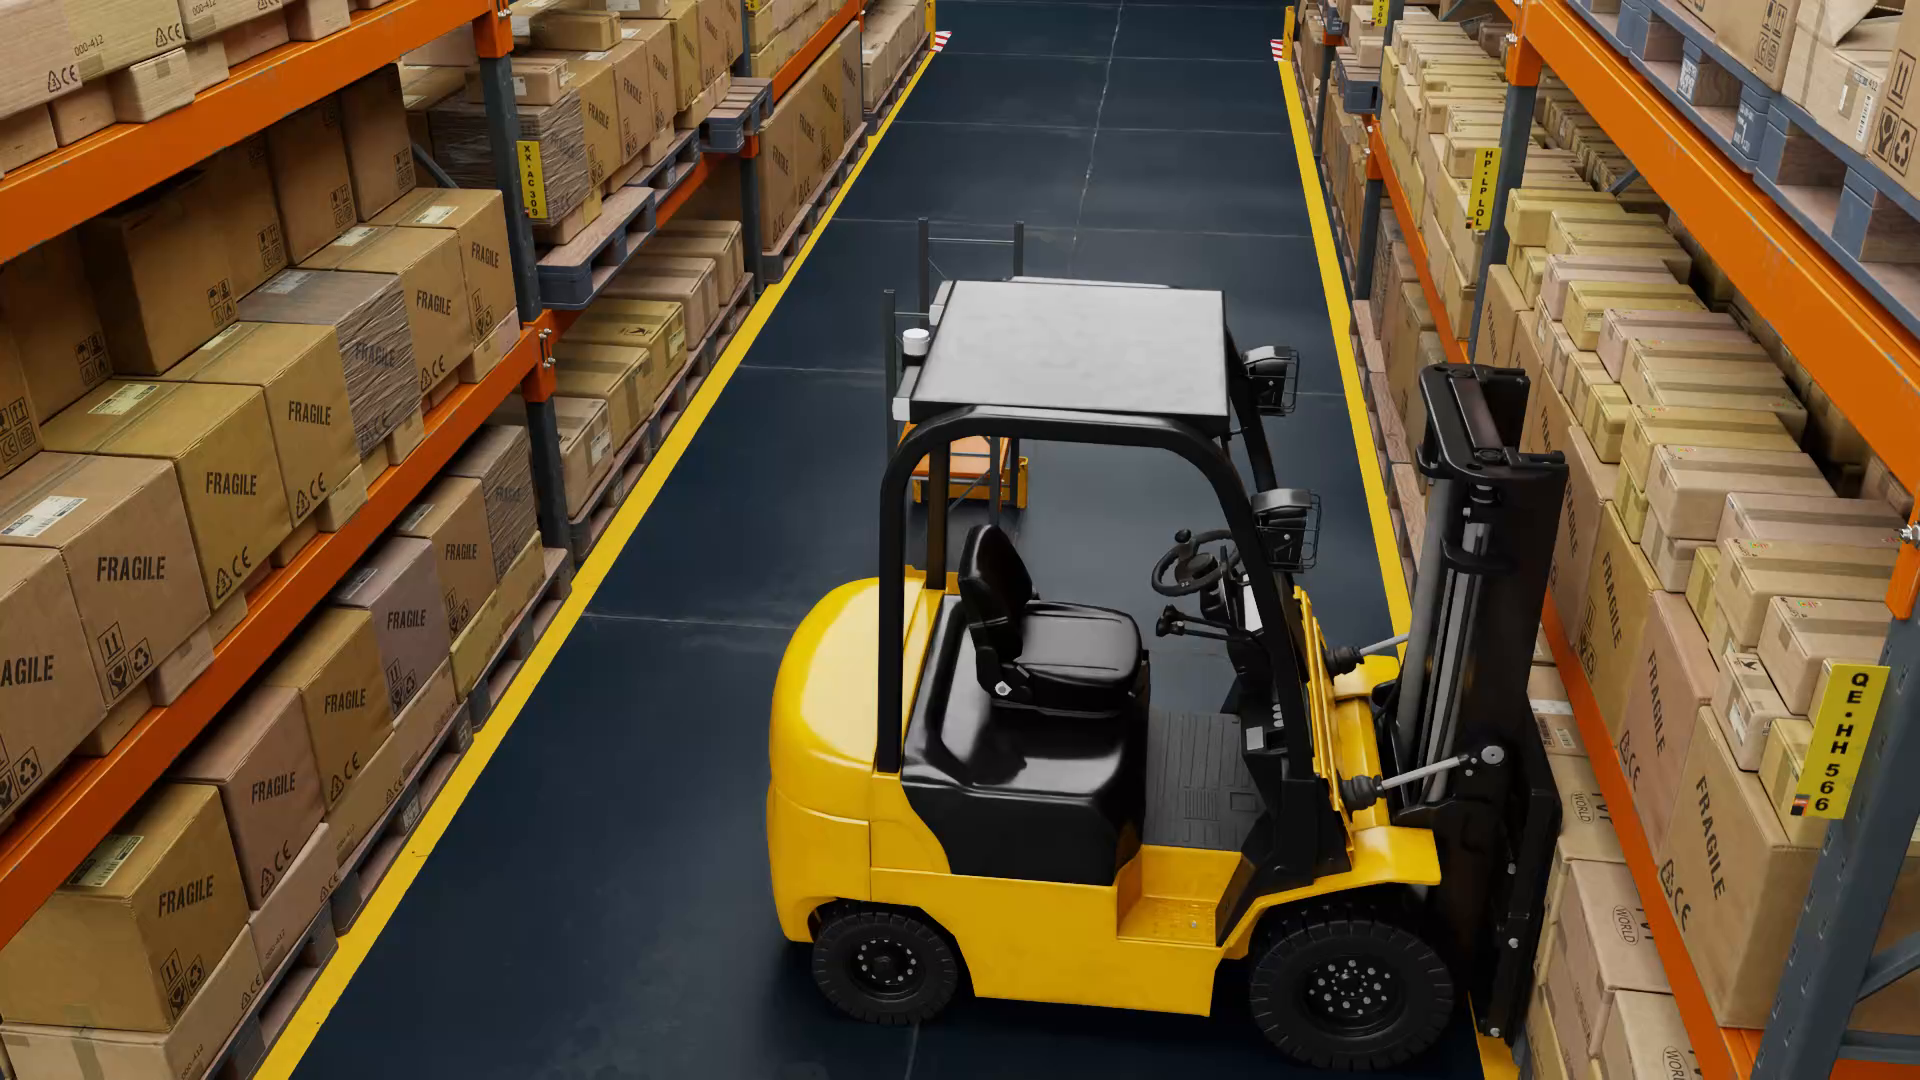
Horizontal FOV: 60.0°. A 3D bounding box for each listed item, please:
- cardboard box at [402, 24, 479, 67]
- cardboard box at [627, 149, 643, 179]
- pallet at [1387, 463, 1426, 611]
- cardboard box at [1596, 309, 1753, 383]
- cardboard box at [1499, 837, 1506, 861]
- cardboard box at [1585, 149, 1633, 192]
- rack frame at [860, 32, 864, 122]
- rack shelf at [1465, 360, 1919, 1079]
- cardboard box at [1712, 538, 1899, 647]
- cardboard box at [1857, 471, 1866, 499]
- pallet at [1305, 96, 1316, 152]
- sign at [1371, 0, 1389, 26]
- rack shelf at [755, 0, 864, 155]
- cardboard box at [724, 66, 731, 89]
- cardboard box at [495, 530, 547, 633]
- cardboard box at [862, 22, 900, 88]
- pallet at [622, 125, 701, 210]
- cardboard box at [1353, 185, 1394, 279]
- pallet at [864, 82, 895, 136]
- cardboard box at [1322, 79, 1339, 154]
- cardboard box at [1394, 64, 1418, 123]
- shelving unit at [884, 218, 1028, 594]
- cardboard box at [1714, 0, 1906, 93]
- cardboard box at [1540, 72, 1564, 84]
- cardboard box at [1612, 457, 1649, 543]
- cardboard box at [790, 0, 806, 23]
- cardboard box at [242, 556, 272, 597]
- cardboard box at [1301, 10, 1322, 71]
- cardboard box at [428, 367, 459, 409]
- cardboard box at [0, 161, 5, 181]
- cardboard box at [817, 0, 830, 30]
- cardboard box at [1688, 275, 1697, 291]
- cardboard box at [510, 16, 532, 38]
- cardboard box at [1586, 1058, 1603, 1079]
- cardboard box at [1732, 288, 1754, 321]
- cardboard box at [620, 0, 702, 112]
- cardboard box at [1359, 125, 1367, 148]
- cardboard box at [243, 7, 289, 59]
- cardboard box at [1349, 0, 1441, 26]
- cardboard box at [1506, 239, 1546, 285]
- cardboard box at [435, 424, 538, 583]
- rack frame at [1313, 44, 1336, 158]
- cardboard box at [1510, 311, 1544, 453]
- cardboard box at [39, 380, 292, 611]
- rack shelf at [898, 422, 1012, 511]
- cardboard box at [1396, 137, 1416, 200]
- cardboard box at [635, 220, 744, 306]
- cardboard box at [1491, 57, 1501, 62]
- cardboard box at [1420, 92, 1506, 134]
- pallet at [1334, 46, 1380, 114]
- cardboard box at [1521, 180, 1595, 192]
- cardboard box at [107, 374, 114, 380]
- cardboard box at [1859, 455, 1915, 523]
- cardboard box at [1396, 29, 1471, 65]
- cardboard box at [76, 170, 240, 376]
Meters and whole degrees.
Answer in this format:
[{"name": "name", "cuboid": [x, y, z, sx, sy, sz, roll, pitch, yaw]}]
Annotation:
[{"name": "cardboard box", "cuboid": [-2.435, -2.358, 7.919, 0.380, 0.149, 0.250, 3, 28, 5]}, {"name": "cardboard box", "cuboid": [-1.854, -1.963, 8.553, 0.380, 0.149, 0.250, 4, 29, 7]}, {"name": "pallet", "cuboid": [2.639, 0.008, 8.012, 1.003, 0.211, 1.213, 3, 28, 6]}, {"name": "cardboard box", "cuboid": [2.175, -0.587, 5.074, 0.380, 0.149, 0.250, 3, 28, 6]}, {"name": "cardboard box", "cuboid": [2.024, 1.084, 5.531, 0.500, 0.250, 0.500, 4, 29, 8]}, {"name": "cardboard box", "cuboid": [2.960, -1.594, 7.256, 0.380, 0.149, 0.250, 3, 28, 6]}, {"name": "rack frame", "cuboid": [-1.359, -4.923, 14.225, 1.000, 3.000, 0.127, 3, 28, 6]}, {"name": "rack shelf", "cuboid": [2.343, 0.388, 5.126, 1.077, 0.370, 4.000, 3, 28, 6]}, {"name": "cardboard box", "cuboid": [1.937, 0.128, 3.746, 0.380, 0.149, 0.250, 4, 29, 7]}, {"name": "cardboard box", "cuboid": [2.625, -0.063, 4.415, 0.380, 0.149, 0.250, 4, 29, 8]}, {"name": "pallet", "cuboid": [3.653, -3.732, 14.954, 1.003, 0.211, 1.213, 3, 28, 6]}, {"name": "sign", "cuboid": [2.538, -3.255, 9.992, 0.100, 0.325, 0.005, 3, 28, 6]}, {"name": "rack shelf", "cuboid": [-1.604, -3.665, 12.648, 1.077, 0.370, 4.000, 3, 28, 6]}, {"name": "cardboard box", "cuboid": [-1.617, -2.816, 10.136, 0.380, 0.149, 0.250, 4, 29, 7]}, {"name": "cardboard box", "cuboid": [-2.145, 0.162, 7.242, 0.500, 0.250, 0.500, 5, 29, 9]}, {"name": "cardboard box", "cuboid": [-1.066, -4.690, 16.052, 0.875, 0.438, 0.875, 3, 28, 5]}, {"name": "pallet", "cuboid": [-2.051, -2.021, 9.042, 1.003, 0.211, 1.213, 3, 28, 6]}, {"name": "cardboard box", "cuboid": [2.916, -2.049, 11.084, 0.500, 0.500, 0.500, 4, 29, 8]}, {"name": "pallet", "cuboid": [-1.188, -4.049, 15.542, 1.003, 0.211, 1.213, 3, 28, 6]}, {"name": "cardboard box", "cuboid": [3.285, -3.506, 13.788, 0.500, 0.500, 0.500, 5, 29, 8]}, {"name": "cardboard box", "cuboid": [2.718, -2.477, 9.316, 0.500, 0.250, 0.500, 4, 29, 8]}, {"name": "shelving unit", "cuboid": [-0.009, -0.624, 7.828, 0.587, 1.500, 1.083, 3, 28, 6]}, {"name": "cardboard box", "cuboid": [2.135, -1.280, 3.647, 0.700, 0.500, 0.500, 4, 29, 7]}, {"name": "cardboard box", "cuboid": [3.208, -2.310, 8.585, 0.380, 0.149, 0.250, 3, 28, 5]}, {"name": "cardboard box", "cuboid": [1.995, -0.102, 4.487, 0.380, 0.149, 0.250, 4, 29, 7]}, {"name": "cardboard box", "cuboid": [-1.404, -3.895, 11.949, 0.500, 0.250, 0.500, 3, 28, 6]}, {"name": "cardboard box", "cuboid": [-2.404, 0.080, 5.203, 0.380, 0.149, 0.250, 4, 29, 8]}, {"name": "cardboard box", "cuboid": [3.746, -4.921, 16.414, 0.700, 0.500, 0.500, 4, 29, 8]}, {"name": "cardboard box", "cuboid": [-2.209, -0.641, 6.543, 0.380, 0.149, 0.250, 3, 29, 6]}, {"name": "cardboard box", "cuboid": [-2.457, -0.873, 3.810, 0.380, 0.149, 0.250, 4, 29, 8]}, {"name": "cardboard box", "cuboid": [-1.308, -4.155, 12.958, 0.500, 0.250, 0.500, 3, 28, 5]}, {"name": "cardboard box", "cuboid": [2.807, -0.914, 5.994, 0.380, 0.149, 0.250, 3, 28, 5]}, {"name": "cardboard box", "cuboid": [-2.318, -2.470, 8.811, 0.500, 0.500, 0.500, 2, 28, 4]}, {"name": "cardboard box", "cuboid": [1.847, 1.571, 4.101, 0.500, 0.250, 0.500, 3, 28, 6]}, {"name": "cardboard box", "cuboid": [2.789, -0.801, 5.470, 0.380, 0.149, 0.250, 3, 28, 5]}, {"name": "cardboard box", "cuboid": [-1.742, -2.688, 9.215, 0.500, 0.500, 0.500, 1, 28, 3]}, {"name": "cardboard box", "cuboid": [3.073, -2.861, 11.907, 0.380, 0.149, 0.250, 3, 28, 5]}, {"name": "cardboard box", "cuboid": [-2.331, -1.600, 5.160, 0.380, 0.149, 0.250, 4, 29, 7]}, {"name": "cardboard box", "cuboid": [3.094, -3.763, 11.520, 0.797, 0.503, 0.637, 3, 28, 5]}, {"name": "cardboard box", "cuboid": [2.288, -1.065, 6.275, 0.380, 0.149, 0.250, 3, 28, 5]}, {"name": "cardboard box", "cuboid": [-2.145, -0.168, 7.064, 0.500, 0.500, 0.500, 3, 28, 5]}, {"name": "rack frame", "cuboid": [3.568, -4.636, 13.693, 1.000, 3.000, 0.127, 3, 28, 6]}, {"name": "cardboard box", "cuboid": [2.227, -0.475, 5.863, 0.500, 0.500, 0.500, 4, 29, 7]}, {"name": "cardboard box", "cuboid": [-2.374, -0.140, 4.928, 0.500, 0.500, 0.500, 3, 28, 5]}, {"name": "rack shelf", "cuboid": [-0.010, -0.462, 7.905, 0.538, 0.185, 1.000, 3, 28, 6]}, {"name": "cardboard box", "cuboid": [2.658, -2.013, 8.982, 0.500, 0.250, 0.500, 2, 28, 5]}, {"name": "cardboard box", "cuboid": [-1.928, -1.803, 10.761, 0.950, 0.372, 0.625, 1, 28, 3]}, {"name": "cardboard box", "cuboid": [3.299, -2.680, 9.693, 0.500, 0.250, 0.500, 4, 29, 7]}, {"name": "cardboard box", "cuboid": [2.492, -2.106, 8.207, 0.380, 0.149, 0.250, 3, 28, 5]}, {"name": "pallet", "cuboid": [3.091, -2.992, 10.843, 1.213, 0.211, 1.003, 3, 28, 6]}, {"name": "cardboard box", "cuboid": [2.409, -1.374, 6.848, 0.380, 0.149, 0.250, 4, 29, 8]}, {"name": "cardboard box", "cuboid": [-2.825, -0.429, 5.464, 0.500, 0.500, 0.500, 4, 29, 7]}, {"name": "cardboard box", "cuboid": [2.487, -0.081, 4.135, 0.380, 0.149, 0.250, 4, 29, 8]}, {"name": "cardboard box", "cuboid": [2.715, -2.824, 9.540, 0.380, 0.149, 0.250, 4, 29, 7]}, {"name": "cardboard box", "cuboid": [-2.755, -0.853, 5.198, 0.700, 0.500, 0.500, 3, 28, 6]}]
